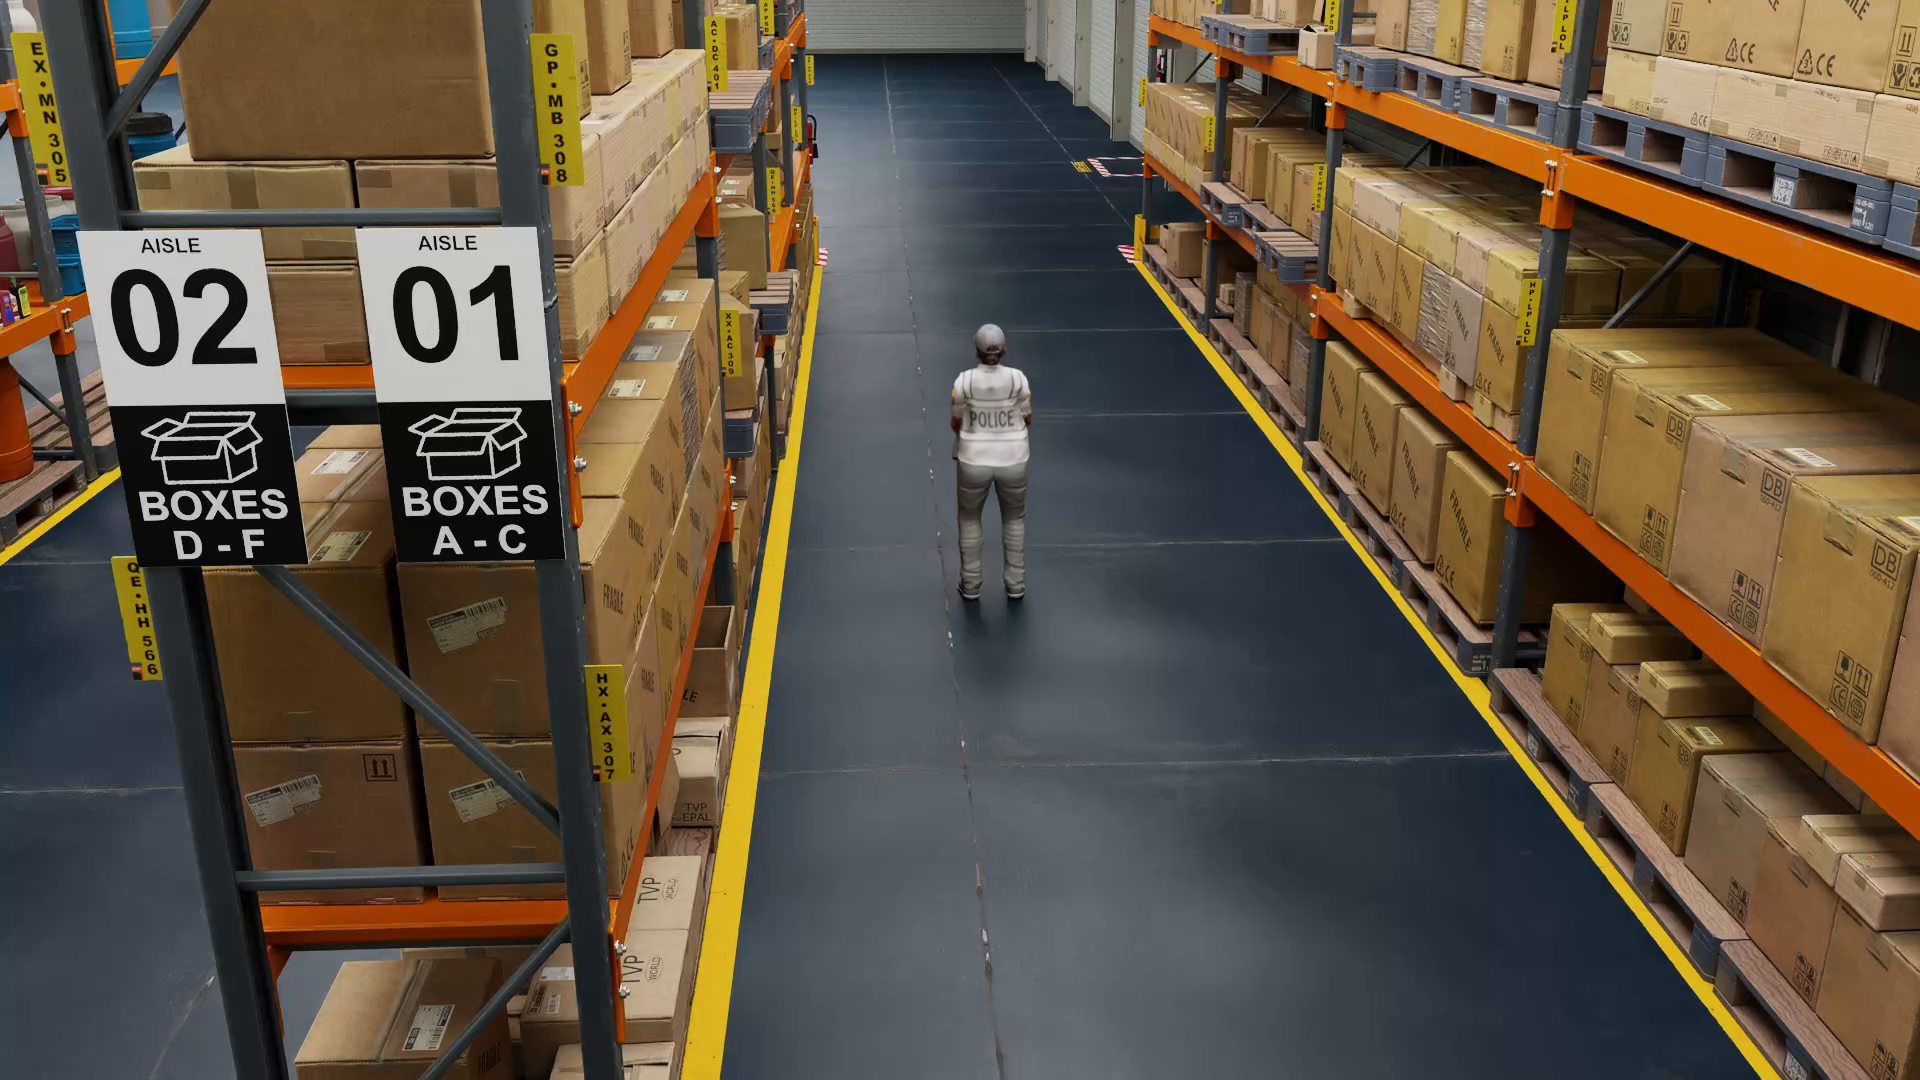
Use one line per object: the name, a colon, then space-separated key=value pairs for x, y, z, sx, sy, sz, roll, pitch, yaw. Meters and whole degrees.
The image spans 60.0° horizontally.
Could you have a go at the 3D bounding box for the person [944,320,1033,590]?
person: x=0.161 y=-0.493 z=9.791 sx=0.528 sy=1.600 sz=0.470 roll=-2 pitch=21 yaw=-6
